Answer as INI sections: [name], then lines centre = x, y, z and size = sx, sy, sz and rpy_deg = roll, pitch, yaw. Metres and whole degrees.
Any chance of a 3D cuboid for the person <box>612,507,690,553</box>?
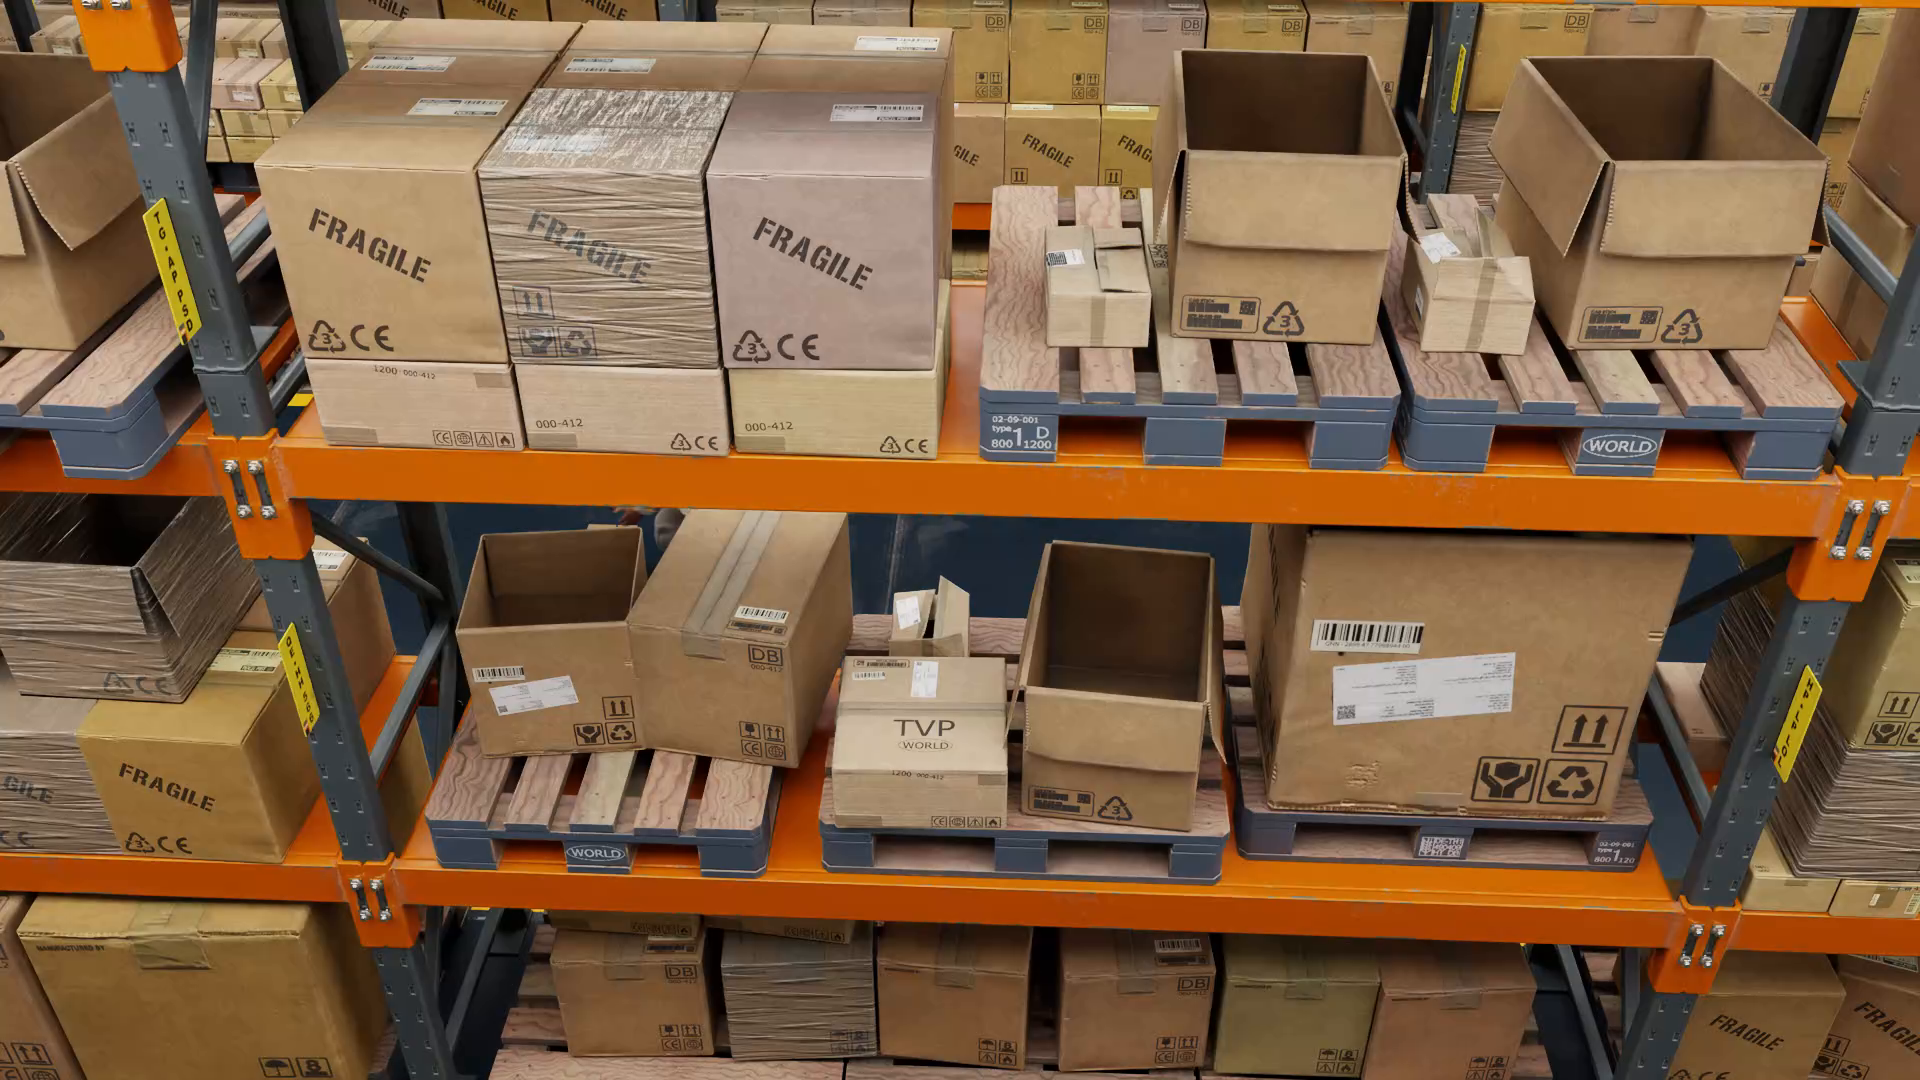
[person]
centre = -1.287, -0.325, 7.941
size = 0.737, 1.380, 0.630
rpy_deg = 1, 35, 2
